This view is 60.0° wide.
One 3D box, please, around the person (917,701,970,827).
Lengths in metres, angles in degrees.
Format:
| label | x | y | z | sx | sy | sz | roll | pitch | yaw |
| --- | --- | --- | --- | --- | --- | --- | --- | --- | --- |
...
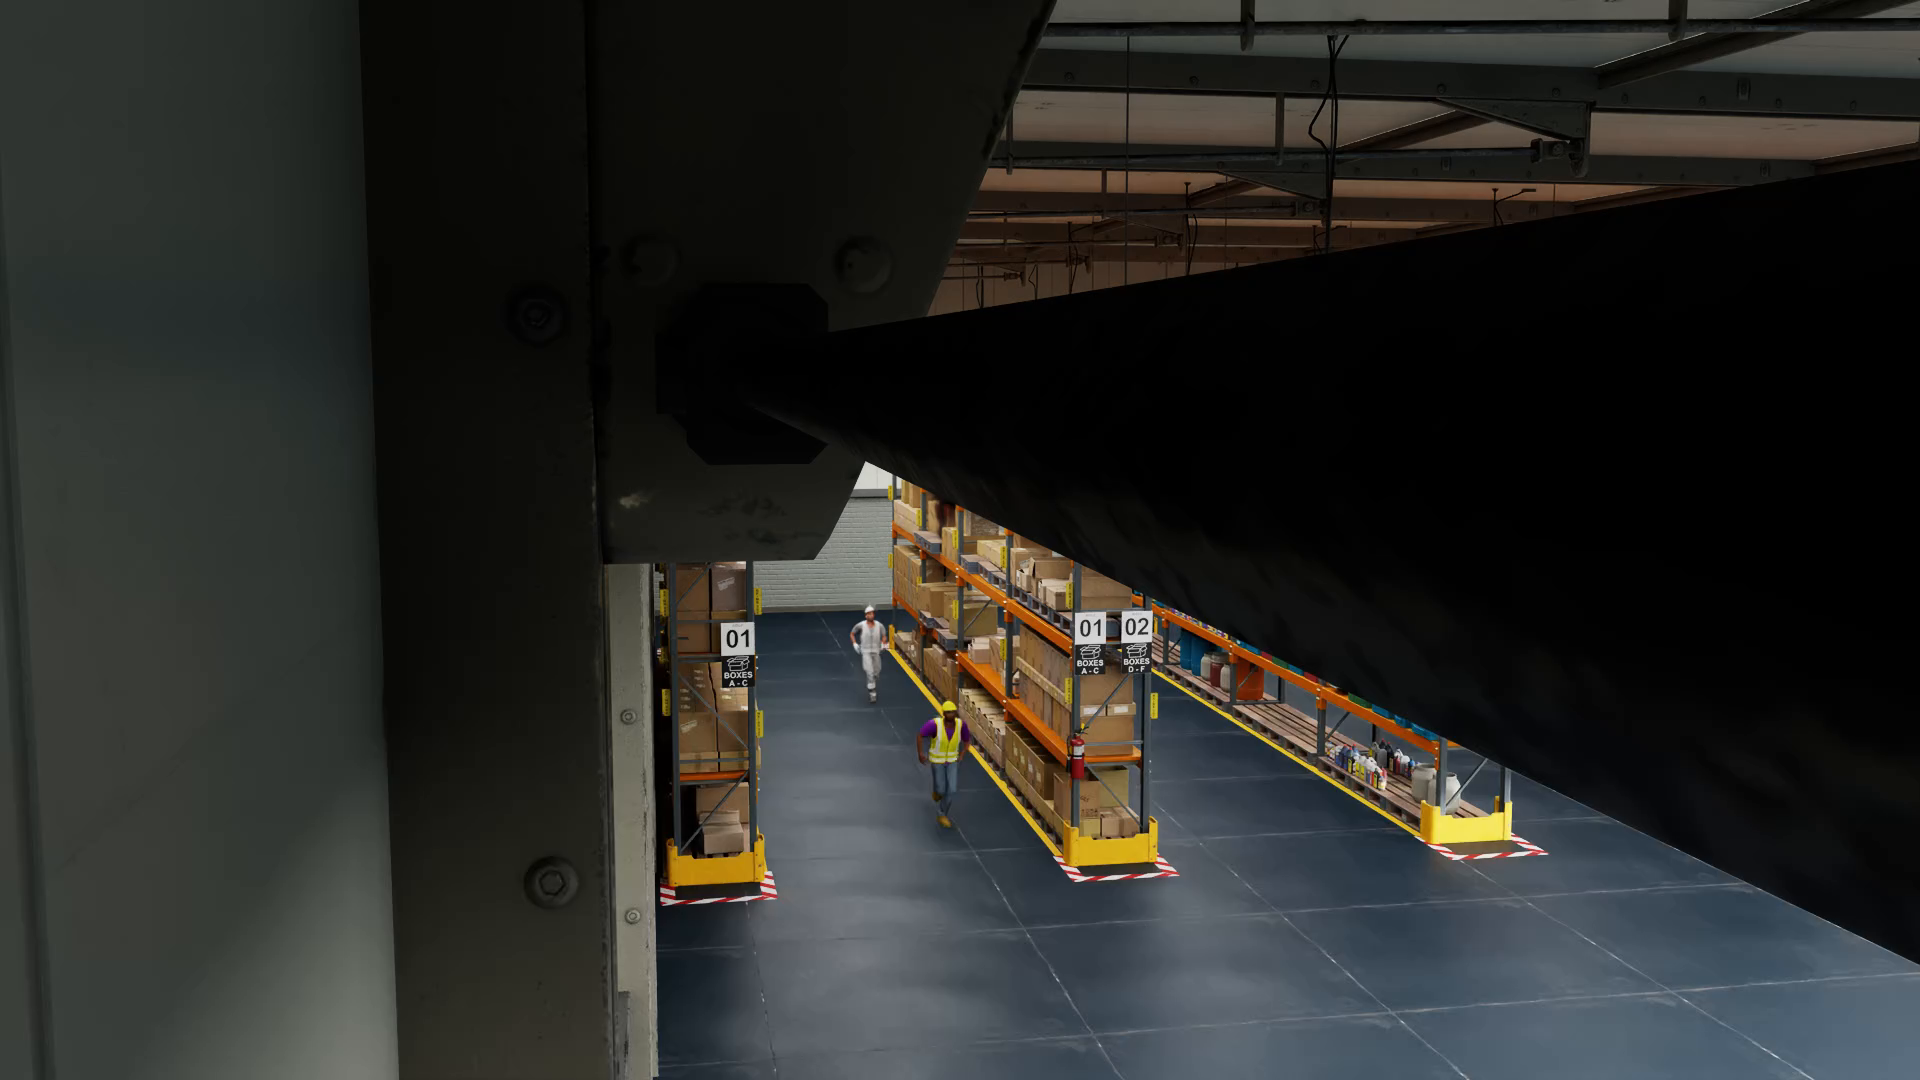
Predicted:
| label | x | y | z | sx | sy | sz | roll | pitch | yaw |
| --- | --- | --- | --- | --- | --- | --- | --- | --- | --- |
| person | -0.219 | 3.035 | 22.824 | 0.740 | 1.718 | 0.700 | -2 | 6 | -14 |

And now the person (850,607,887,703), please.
| label | x | y | z | sx | sy | sz | roll | pitch | yaw |
| --- | --- | --- | --- | --- | --- | --- | --- | --- | --- |
| person | -1.689 | 2.109 | 30.990 | 0.690 | 1.755 | 0.812 | -2 | 6 | -16 |
